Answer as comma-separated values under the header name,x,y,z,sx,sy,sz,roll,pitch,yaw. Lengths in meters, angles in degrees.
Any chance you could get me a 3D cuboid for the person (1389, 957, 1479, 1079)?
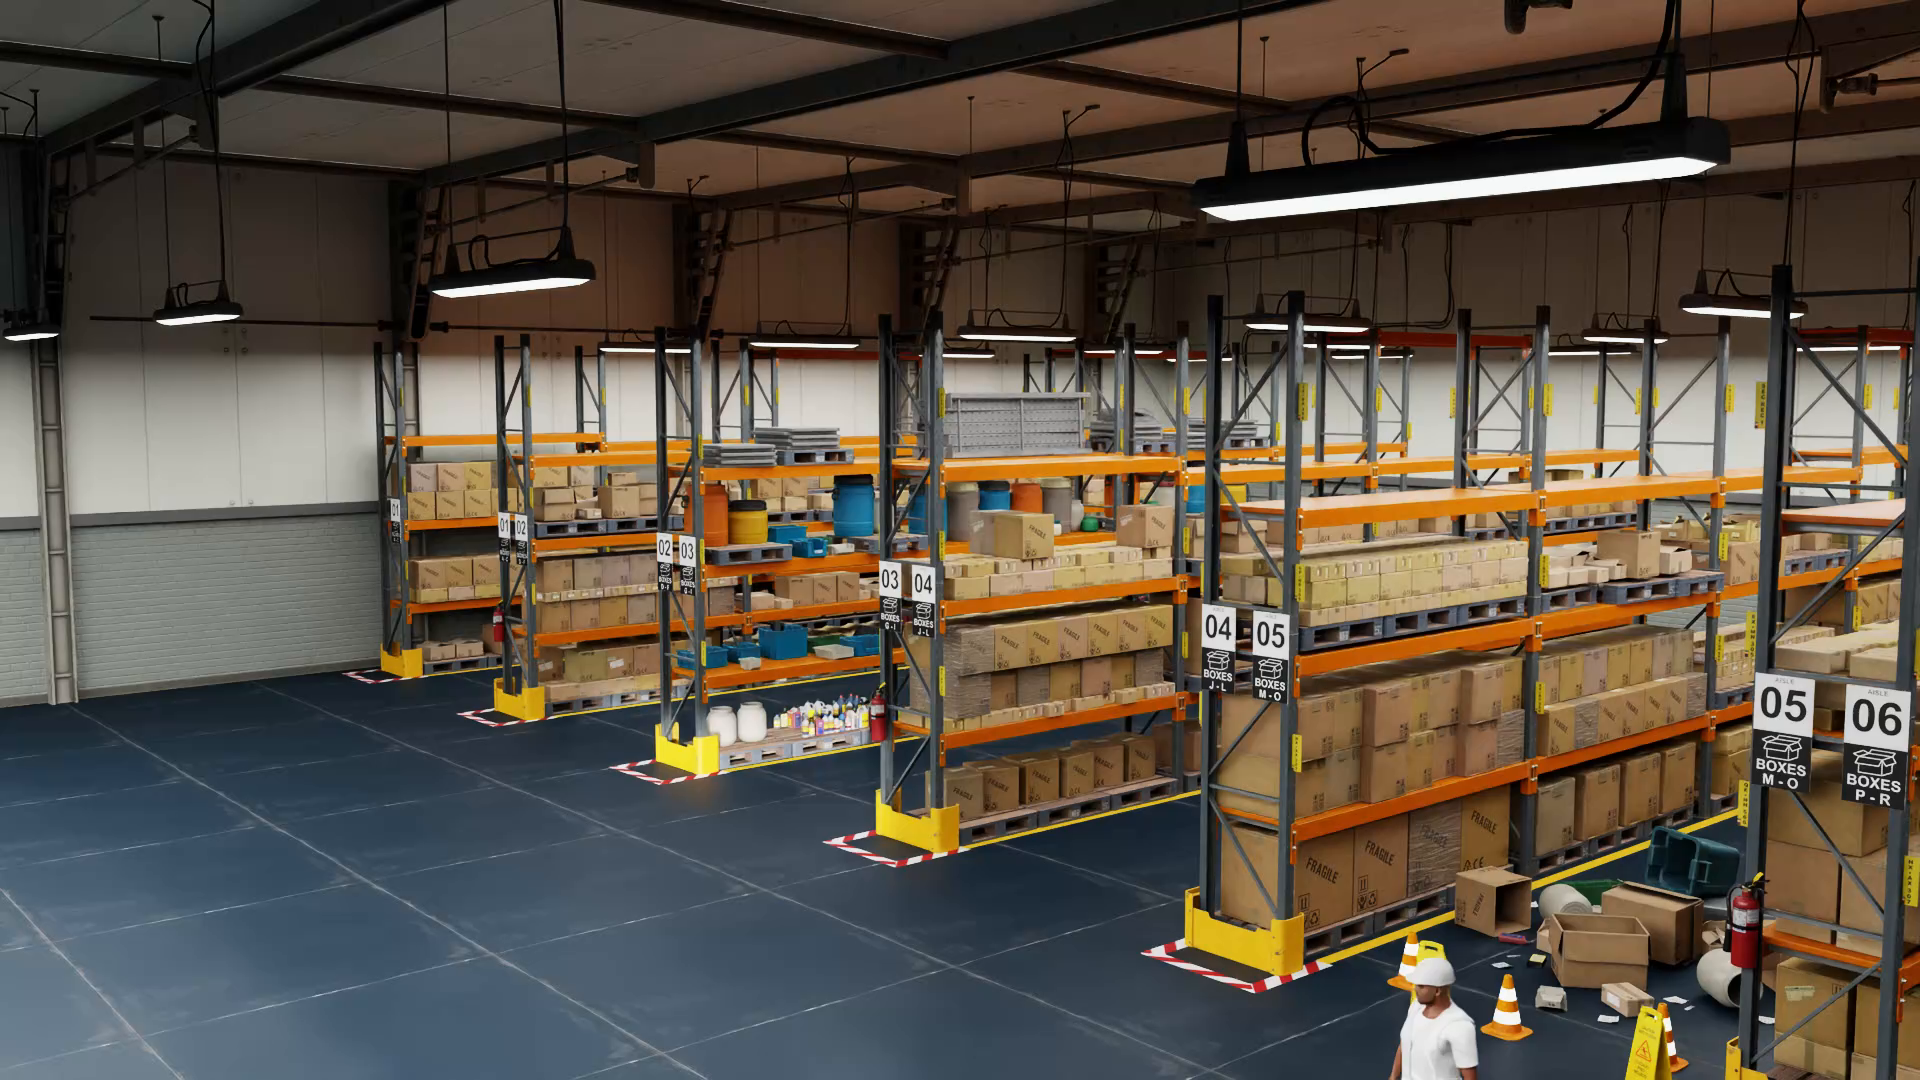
name,x,y,z,sx,sy,sz,roll,pitch,yaw
person,2.758,3.371,10.074,0.971,1.713,0.610,-1,5,-13
